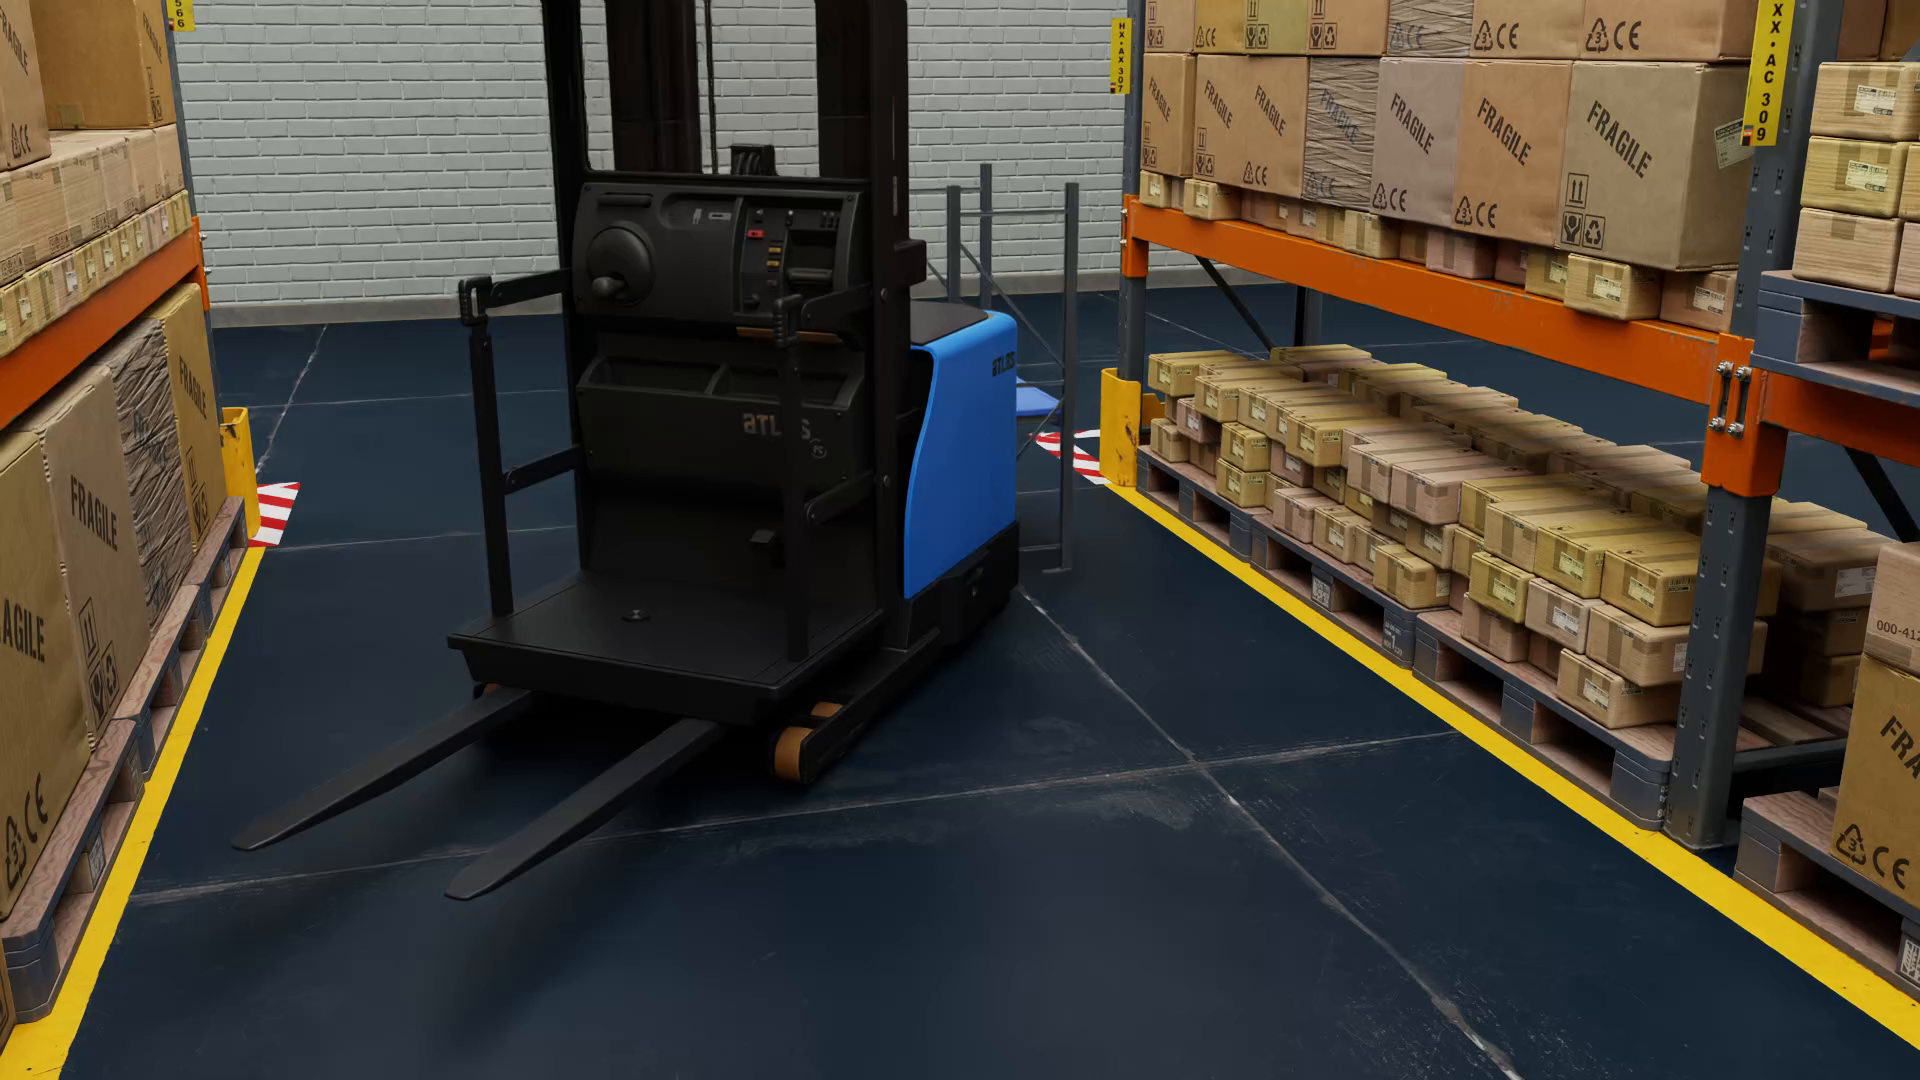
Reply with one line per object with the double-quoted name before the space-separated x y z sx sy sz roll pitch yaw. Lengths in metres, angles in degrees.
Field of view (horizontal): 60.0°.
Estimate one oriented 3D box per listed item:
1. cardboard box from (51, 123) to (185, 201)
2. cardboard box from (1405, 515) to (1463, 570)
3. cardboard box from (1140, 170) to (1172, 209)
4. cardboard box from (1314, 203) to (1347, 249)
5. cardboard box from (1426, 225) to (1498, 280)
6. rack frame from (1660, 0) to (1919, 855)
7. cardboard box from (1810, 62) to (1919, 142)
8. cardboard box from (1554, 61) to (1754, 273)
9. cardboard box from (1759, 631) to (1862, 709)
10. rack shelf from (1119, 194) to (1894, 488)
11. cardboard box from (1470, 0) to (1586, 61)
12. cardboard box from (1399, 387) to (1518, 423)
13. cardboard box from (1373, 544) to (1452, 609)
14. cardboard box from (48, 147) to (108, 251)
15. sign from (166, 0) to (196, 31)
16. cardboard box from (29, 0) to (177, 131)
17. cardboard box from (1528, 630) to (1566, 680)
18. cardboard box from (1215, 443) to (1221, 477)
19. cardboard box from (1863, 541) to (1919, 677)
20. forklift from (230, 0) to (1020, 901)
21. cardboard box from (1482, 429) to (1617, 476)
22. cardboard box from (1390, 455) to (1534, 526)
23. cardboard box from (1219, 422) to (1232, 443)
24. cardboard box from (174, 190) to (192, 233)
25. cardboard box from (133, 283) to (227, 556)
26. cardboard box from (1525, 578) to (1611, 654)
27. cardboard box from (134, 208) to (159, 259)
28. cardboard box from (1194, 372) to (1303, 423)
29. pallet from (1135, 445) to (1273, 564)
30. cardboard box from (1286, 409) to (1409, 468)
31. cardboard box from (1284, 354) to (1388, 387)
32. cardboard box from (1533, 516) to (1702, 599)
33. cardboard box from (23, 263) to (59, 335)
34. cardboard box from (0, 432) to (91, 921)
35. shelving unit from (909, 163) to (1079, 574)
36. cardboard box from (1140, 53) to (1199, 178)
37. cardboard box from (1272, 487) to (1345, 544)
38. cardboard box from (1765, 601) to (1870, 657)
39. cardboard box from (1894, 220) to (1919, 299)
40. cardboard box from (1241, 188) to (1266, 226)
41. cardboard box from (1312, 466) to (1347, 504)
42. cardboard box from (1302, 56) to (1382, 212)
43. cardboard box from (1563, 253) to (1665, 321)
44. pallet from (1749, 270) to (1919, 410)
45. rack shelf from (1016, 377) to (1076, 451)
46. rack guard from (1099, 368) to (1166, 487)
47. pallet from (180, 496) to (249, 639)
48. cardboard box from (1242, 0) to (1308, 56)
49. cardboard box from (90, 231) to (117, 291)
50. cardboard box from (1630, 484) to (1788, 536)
"cardboard box" -3.164 -1.386 6.097 0.500 0.250 0.500 -5 17 -16
"cardboard box" 1.711 -0.019 5.511 0.380 0.149 0.250 -4 17 -14
"cardboard box" 1.018 -1.557 7.358 0.380 0.149 0.250 -5 17 -16
"cardboard box" 1.496 -1.130 5.935 0.380 0.149 0.250 -4 17 -13
"cardboard box" 1.698 -0.914 5.217 0.380 0.149 0.250 -5 18 -18
"rack frame" 2.344 -0.686 4.023 1.000 3.000 0.127 -5 17 -15
"cardboard box" 2.010 -0.907 3.430 0.380 0.149 0.250 -4 17 -12
"cardboard box" 1.939 -0.988 4.337 0.500 0.500 0.500 -5 17 -15
"cardboard box" 2.552 0.352 4.793 0.380 0.149 0.250 -5 18 -18
"rack shelf" 1.794 -0.895 5.969 1.077 0.370 4.000 -5 17 -15
"cardboard box" 1.807 -1.607 4.659 0.500 0.500 0.500 -5 18 -17
"cardboard box" 1.978 -0.505 6.611 0.380 0.149 0.250 -4 17 -13
"cardboard box" 1.624 0.110 5.598 0.380 0.149 0.250 -5 17 -15
"cardboard box" -2.738 -0.961 4.682 0.500 0.250 0.500 -5 17 -15
"sign" -3.027 -2.136 6.424 0.100 0.325 0.005 -5 17 -15
"cardboard box" -3.166 -1.745 5.986 0.500 0.500 0.500 -4 17 -15
"cardboard box" 1.917 0.318 4.906 0.380 0.149 0.250 -4 17 -14
"cardboard box" 1.306 -0.324 7.043 0.380 0.149 0.250 -5 17 -15
"cardboard box" 2.293 0.176 3.465 0.500 0.250 0.500 -5 18 -18
"forklift" -0.806 -0.853 4.698 1.130 2.935 3.031 7 18 21
"cardboard box" 2.073 -0.282 5.868 0.380 0.149 0.250 -5 18 -18
"cardboard box" 1.652 -0.166 5.483 0.380 0.149 0.250 -6 18 -18
"cardboard box" 1.315 -0.465 6.995 0.380 0.149 0.250 -4 17 -15
"cardboard box" -3.138 -1.236 6.289 0.380 0.149 0.250 -4 17 -14
"cardboard box" -3.300 -0.442 6.171 0.875 0.875 0.875 -5 17 -15
"cardboard box" 1.865 0.199 4.783 0.380 0.149 0.250 -6 18 -18
"cardboard box" -2.929 -1.025 5.588 0.380 0.149 0.250 -4 17 -14
"cardboard box" 1.199 -0.595 6.911 0.380 0.149 0.250 -5 17 -15
"pallet" 1.454 -0.209 7.281 1.003 0.211 1.213 -5 17 -15
"cardboard box" 1.442 -0.379 6.192 0.380 0.149 0.250 -4 17 -14
"cardboard box" 1.647 -0.713 7.304 0.380 0.149 0.250 -4 17 -14
"cardboard box" 1.887 0.047 4.772 0.380 0.149 0.250 -4 17 -15
"cardboard box" -2.504 -0.599 4.169 0.380 0.149 0.250 -5 17 -16
"cardboard box" -2.558 0.305 3.685 0.875 0.875 0.875 -5 17 -15
"shelving unit" 0.044 -0.717 6.733 0.538 1.500 1.048 -5 17 -17
"cardboard box" 1.102 -1.837 7.164 0.500 0.500 0.500 -4 17 -13
"cardboard box" 1.417 -0.106 6.317 0.380 0.149 0.250 -6 18 -18
"cardboard box" 2.552 0.210 4.748 0.380 0.149 0.250 -4 17 -13
"cardboard box" 2.091 -0.546 3.262 0.380 0.149 0.250 -4 17 -14
"cardboard box" 1.353 -1.350 6.670 0.380 0.149 0.250 -4 17 -13
"cardboard box" 1.560 -0.248 6.272 0.380 0.149 0.250 -4 17 -12
"cardboard box" 1.542 -1.414 5.755 0.500 0.500 0.500 -5 17 -17
"cardboard box" 1.864 -0.689 4.469 0.380 0.149 0.250 -5 17 -17
"pallet" 2.414 -0.372 3.309 1.003 0.211 1.213 -5 17 -15
"rack shelf" 0.044 -0.545 6.785 0.538 0.185 1.000 -5 17 -17
"rack guard" 1.265 -0.575 7.996 1.175 0.500 0.348 -5 17 -15
"pallet" -3.257 0.122 6.180 1.003 0.211 1.213 -5 17 -15
"cardboard box" 1.379 -2.032 6.075 0.500 0.500 0.500 -5 17 -16
"cardboard box" -2.718 -0.813 4.882 0.380 0.149 0.250 -4 17 -14
"cardboard box" 2.313 -0.066 5.149 0.380 0.149 0.250 -5 17 -16
